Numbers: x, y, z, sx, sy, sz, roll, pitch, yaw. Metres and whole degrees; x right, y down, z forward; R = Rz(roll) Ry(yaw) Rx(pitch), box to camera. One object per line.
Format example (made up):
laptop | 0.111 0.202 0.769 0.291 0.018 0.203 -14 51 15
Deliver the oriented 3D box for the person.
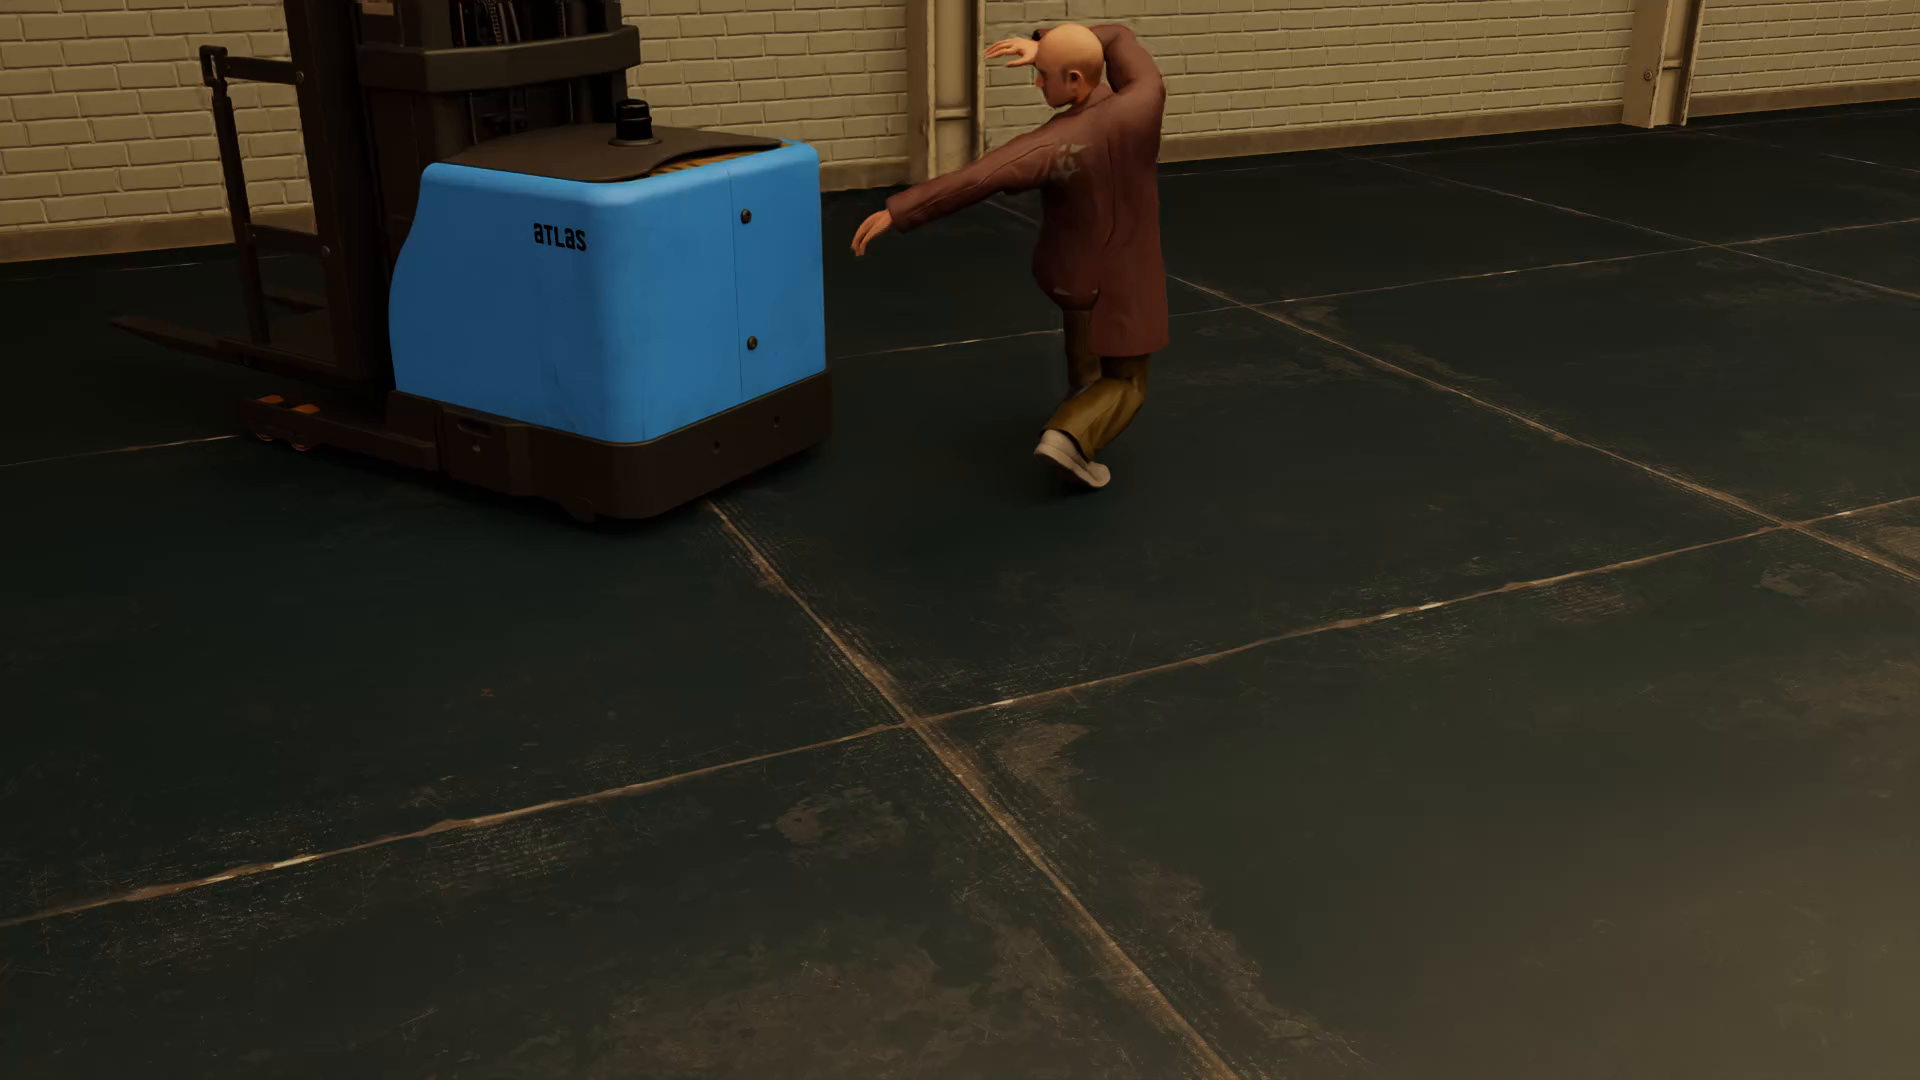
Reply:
person | 0.189 -0.975 5.555 1.044 1.477 1.030 1 23 1

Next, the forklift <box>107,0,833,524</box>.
forklift | -1.960 -1.818 5.663 3.031 2.935 1.130 14 26 30
